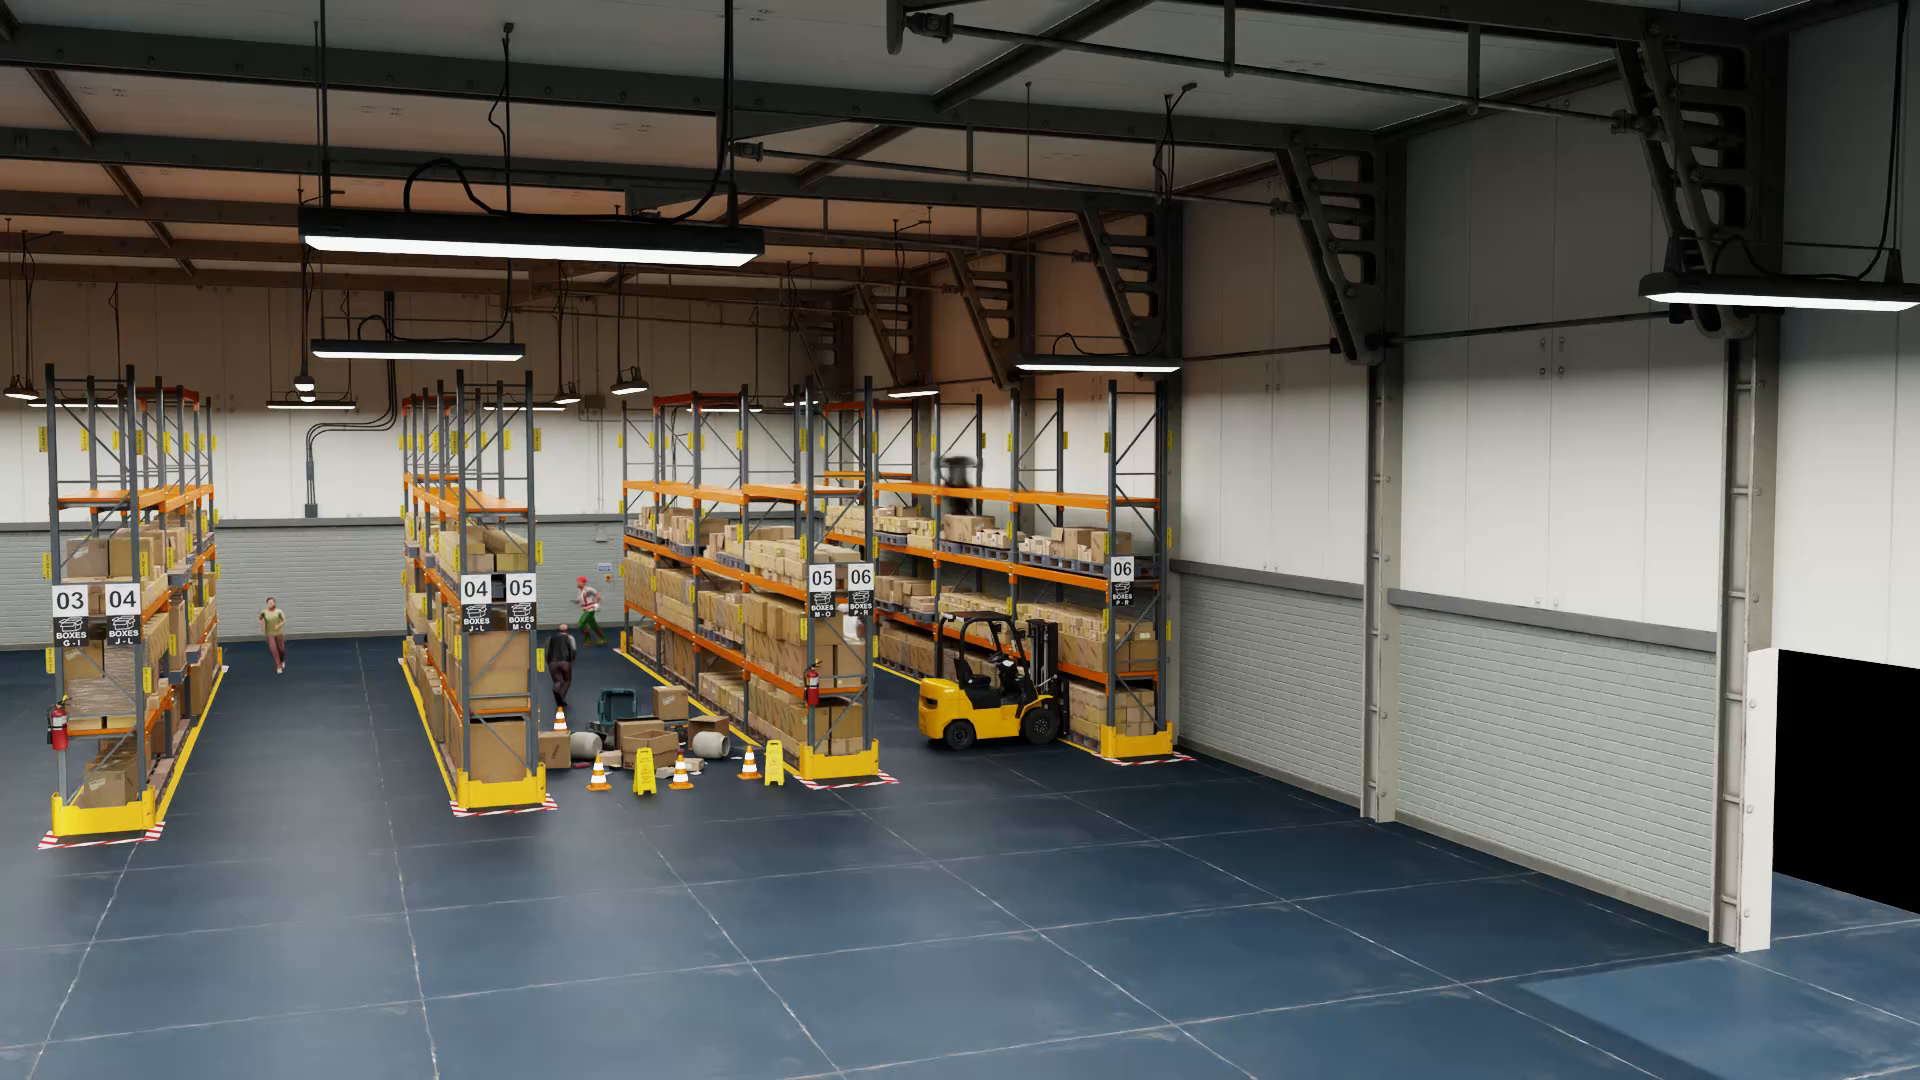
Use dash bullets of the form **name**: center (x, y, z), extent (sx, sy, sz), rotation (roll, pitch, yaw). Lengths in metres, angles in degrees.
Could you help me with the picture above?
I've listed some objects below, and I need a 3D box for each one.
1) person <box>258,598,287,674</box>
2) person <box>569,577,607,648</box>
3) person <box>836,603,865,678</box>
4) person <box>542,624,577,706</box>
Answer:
- **person**: center (-14.945, 2.064, 36.166), extent (0.566, 1.637, 0.884), rotation (-1, 4, -23)
- **person**: center (-9.112, 1.749, 40.766), extent (0.948, 1.721, 0.620), rotation (-2, 4, -32)
- **person**: center (-2.272, 2.172, 34.137), extent (0.675, 1.711, 0.792), rotation (-3, 5, -43)
- **person**: center (-7.627, 2.400, 31.595), extent (0.666, 1.533, 0.974), rotation (0, 3, -3)
